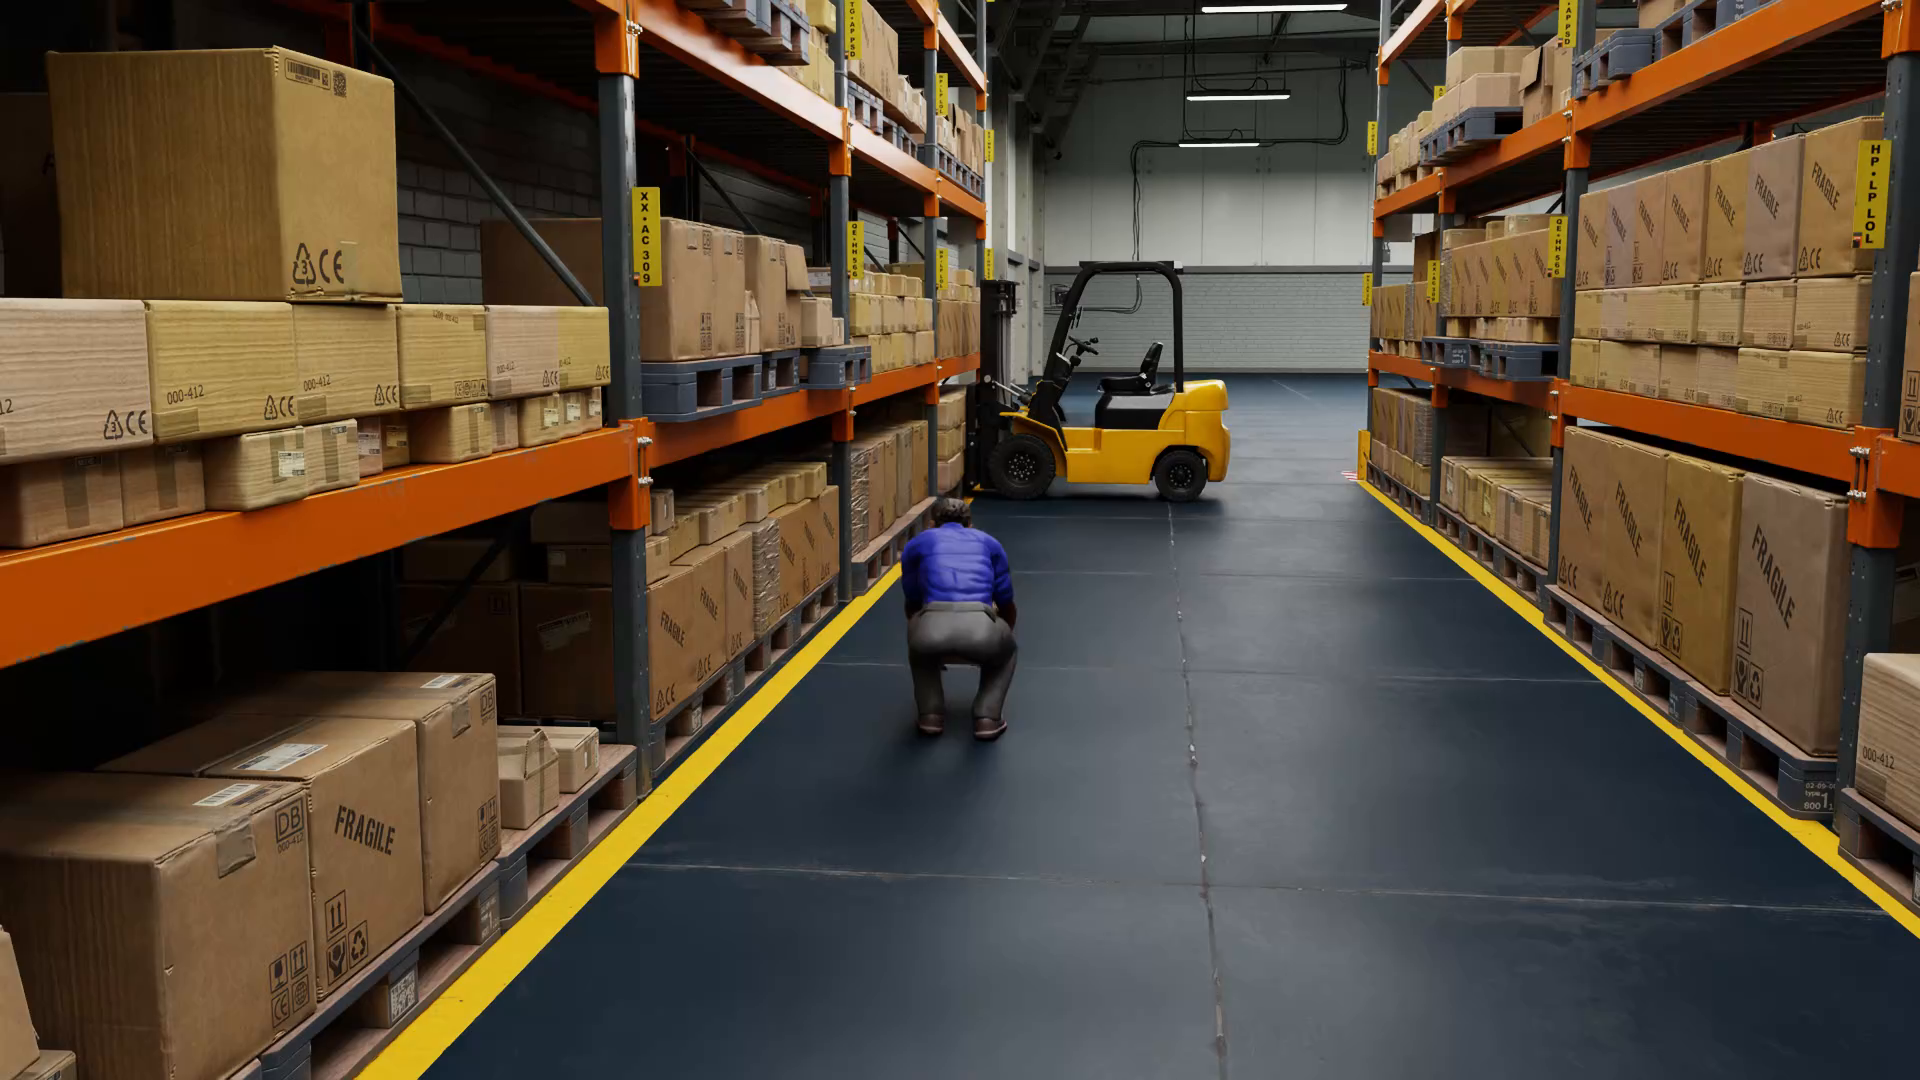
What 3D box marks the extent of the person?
[{"bbox_3d":[-0.011,0.309,6.818,0.492,0.921,0.831,1,8,6],"label":"person"}]
